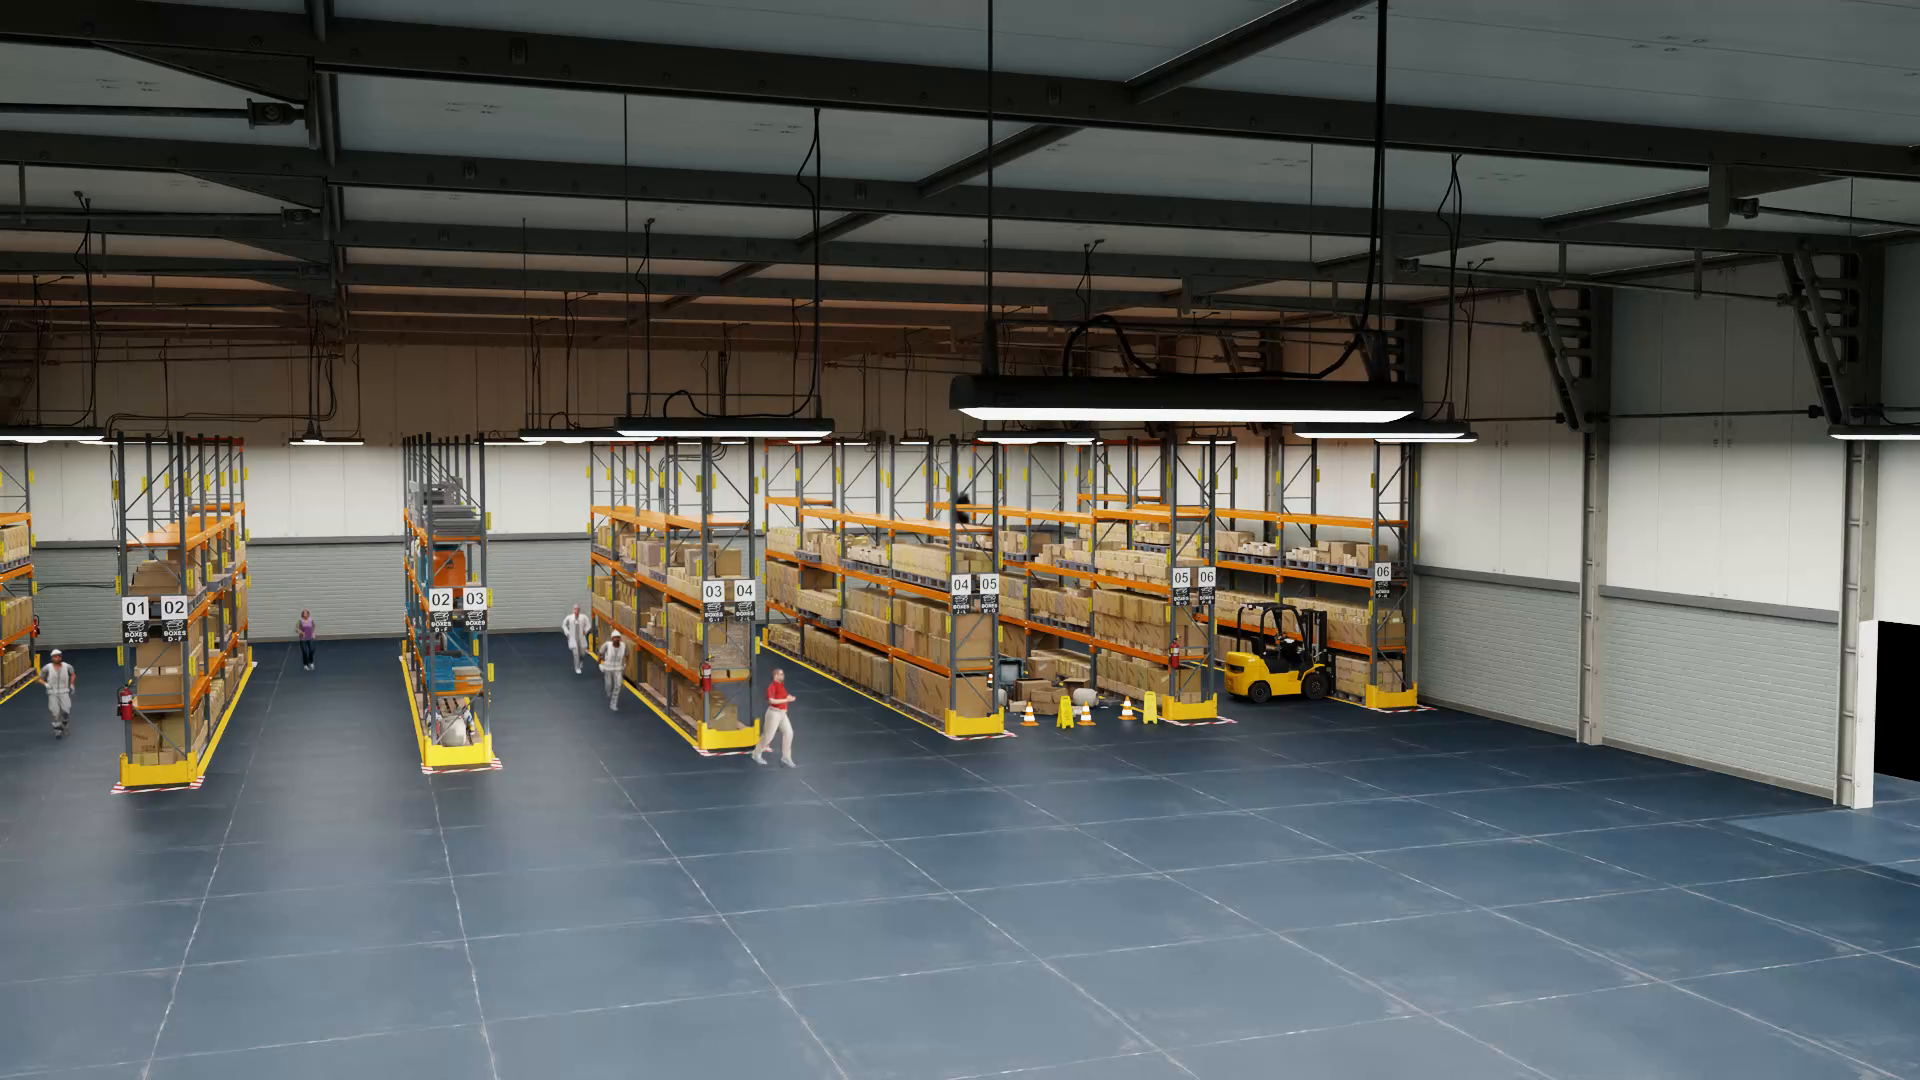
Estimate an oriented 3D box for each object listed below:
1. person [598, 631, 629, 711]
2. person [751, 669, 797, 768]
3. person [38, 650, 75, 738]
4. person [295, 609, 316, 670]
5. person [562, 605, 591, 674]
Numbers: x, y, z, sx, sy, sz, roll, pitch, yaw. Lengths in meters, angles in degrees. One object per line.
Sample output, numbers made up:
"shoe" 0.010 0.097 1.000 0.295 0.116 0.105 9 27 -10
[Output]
"person" -7.613 2.848 36.549 0.699 1.744 0.788 -1 3 -22
"person" -3.312 3.201 29.902 0.850 1.780 0.650 1 3 24
"person" -17.707 3.025 32.638 0.657 1.751 0.624 -2 4 -33
"person" -16.769 2.567 42.646 0.520 1.576 0.638 -2 4 -32
"person" -9.735 2.511 42.242 0.704 1.734 0.724 -1 3 -18
